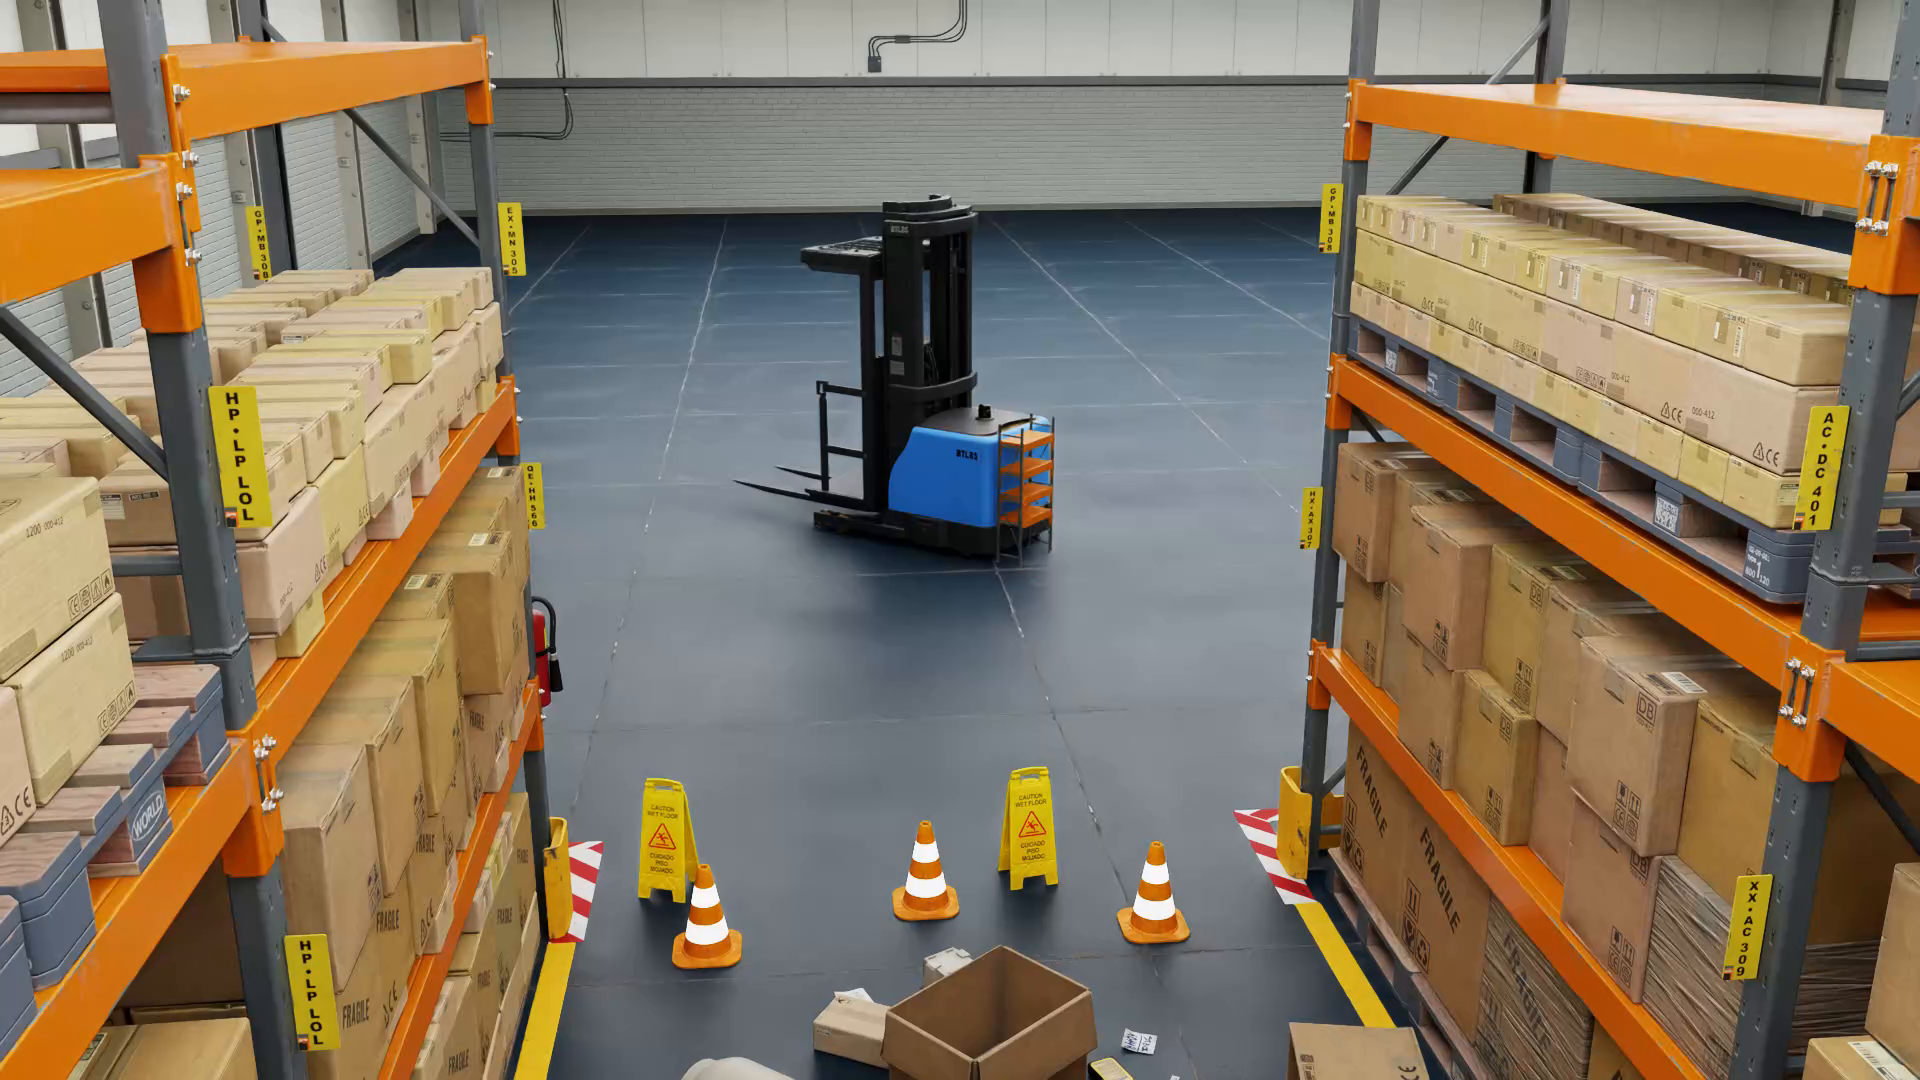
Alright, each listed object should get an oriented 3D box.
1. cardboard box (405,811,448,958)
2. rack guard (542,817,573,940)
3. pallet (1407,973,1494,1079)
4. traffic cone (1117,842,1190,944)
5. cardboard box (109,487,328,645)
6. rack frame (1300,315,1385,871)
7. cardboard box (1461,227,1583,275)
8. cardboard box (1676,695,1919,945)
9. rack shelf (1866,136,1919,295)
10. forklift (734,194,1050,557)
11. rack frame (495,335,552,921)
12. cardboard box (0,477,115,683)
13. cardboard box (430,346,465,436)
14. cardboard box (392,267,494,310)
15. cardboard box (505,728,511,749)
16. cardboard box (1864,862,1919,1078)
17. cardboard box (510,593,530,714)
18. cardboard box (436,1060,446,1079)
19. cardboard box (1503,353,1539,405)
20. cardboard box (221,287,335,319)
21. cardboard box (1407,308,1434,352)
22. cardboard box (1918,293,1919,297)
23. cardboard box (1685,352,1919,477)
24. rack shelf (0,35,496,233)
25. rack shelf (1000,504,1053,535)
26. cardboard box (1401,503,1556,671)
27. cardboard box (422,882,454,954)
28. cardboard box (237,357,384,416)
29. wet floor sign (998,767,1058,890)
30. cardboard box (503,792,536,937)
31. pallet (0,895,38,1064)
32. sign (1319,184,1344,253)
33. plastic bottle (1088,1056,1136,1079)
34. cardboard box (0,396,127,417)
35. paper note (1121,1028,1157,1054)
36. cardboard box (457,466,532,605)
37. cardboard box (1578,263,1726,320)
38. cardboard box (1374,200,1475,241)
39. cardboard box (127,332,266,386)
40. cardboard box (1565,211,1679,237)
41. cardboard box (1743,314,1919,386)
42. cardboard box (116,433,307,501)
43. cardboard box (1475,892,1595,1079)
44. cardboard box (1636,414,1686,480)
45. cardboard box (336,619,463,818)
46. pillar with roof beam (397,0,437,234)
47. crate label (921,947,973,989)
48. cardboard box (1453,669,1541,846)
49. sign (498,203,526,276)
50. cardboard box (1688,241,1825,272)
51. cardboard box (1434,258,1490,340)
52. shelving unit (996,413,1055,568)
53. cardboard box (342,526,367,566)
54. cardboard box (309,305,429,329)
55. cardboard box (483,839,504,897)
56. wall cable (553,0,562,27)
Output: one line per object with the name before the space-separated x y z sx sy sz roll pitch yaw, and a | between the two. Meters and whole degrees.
cardboard box | -2.046 1.071 5.594 0.500 0.500 0.500 -2 18 -6
rack guard | -2.569 1.723 8.355 1.175 0.500 0.348 -2 18 -6
pallet | 2.620 2.253 7.147 1.003 0.211 1.213 -2 18 -6
traffic cone | 0.979 1.737 8.372 0.336 0.463 0.334 -2 18 -6
cardboard box | -1.937 0.058 4.230 0.500 0.250 0.500 -2 18 -7
rack frame | 2.337 0.324 8.636 1.000 3.000 0.127 -2 18 -6
cardboard box | 2.185 -1.127 6.472 0.380 0.149 0.250 -2 18 -6
cardboard box | 2.746 0.818 5.009 0.875 0.550 0.550 -2 18 -6
rack shelf | 2.956 -0.216 2.211 1.077 0.370 4.000 -2 18 -6
forklift | -0.709 -1.576 14.805 3.031 2.935 1.130 12 21 33
rack frame | -2.576 0.507 8.053 1.000 3.000 0.127 -2 18 -6
cardboard box | -1.977 0.070 3.155 0.500 0.250 0.500 -1 17 -4
cardboard box | -2.147 -0.546 6.153 0.500 0.250 0.500 -1 17 -4
cardboard box | -2.248 -1.093 7.230 0.380 0.149 0.250 -2 18 -5
cardboard box | -2.183 0.881 7.282 0.380 0.149 0.250 -2 18 -7
cardboard box | 2.806 1.139 4.205 0.700 0.500 0.500 -2 18 -7
cardboard box | -2.246 0.471 7.505 0.500 0.500 0.500 -2 18 -7
cardboard box | -2.023 2.110 5.587 0.500 0.500 0.500 -1 17 -3
cardboard box | 2.236 -0.596 6.113 0.380 0.149 0.250 -2 18 -6
cardboard box | -2.736 -0.921 6.683 0.380 0.149 0.250 -2 18 -6
cardboard box | 2.132 -0.897 7.069 0.380 0.149 0.250 -2 18 -5
cardboard box | 2.997 -0.694 5.092 0.380 0.149 0.250 -2 18 -6
cardboard box | 2.443 -0.372 4.732 0.500 0.250 0.500 -2 18 -6
rack shelf | -2.370 -1.414 5.364 1.077 0.370 4.000 -2 18 -6
rack shelf | 0.551 -0.167 14.091 0.258 0.148 0.480 12 21 33
cardboard box | 2.408 0.181 7.038 0.875 0.550 0.550 -2 18 -6
cardboard box | -2.000 1.334 5.840 0.380 0.149 0.250 -2 18 -5
cardboard box | -2.060 -0.483 5.287 0.380 0.149 0.250 -2 18 -6
wet floor sign | 0.364 1.500 8.821 0.267 0.644 0.232 -5 18 -15
cardboard box | -2.234 1.492 7.555 0.500 0.500 0.500 -2 18 -5
pallet | -2.096 0.854 2.255 1.213 0.211 1.003 -2 18 -6
sign | 1.784 -1.546 7.995 0.100 0.325 0.005 -2 18 -6
plastic bottle | 0.674 2.330 7.152 0.133 0.061 0.283 -8 19 -25
cardboard box | -2.612 -0.309 4.733 0.380 0.149 0.250 -1 17 -4
paper note | 0.806 2.249 7.465 0.144 0.017 0.142 4 18 13
cardboard box | -2.307 -0.014 7.380 0.700 0.500 0.500 -2 18 -7
cardboard box | 2.289 -0.825 5.508 0.380 0.149 0.250 -2 18 -5
cardboard box | 2.080 -1.431 7.441 0.380 0.149 0.250 -2 18 -5
cardboard box | -2.617 -0.618 5.717 0.380 0.149 0.250 -1 17 -4
cardboard box | 2.788 -1.298 7.015 0.380 0.149 0.250 -1 17 -5
cardboard box | 2.395 -0.523 4.547 0.380 0.149 0.250 -2 18 -6
cardboard box | -1.927 -0.173 4.301 0.380 0.149 0.250 -1 17 -4
cardboard box | 2.657 1.872 6.554 0.875 0.875 0.875 -2 18 -5
cardboard box | 2.339 -0.294 5.149 0.380 0.149 0.250 -2 17 -5
cardboard box | -2.049 0.591 5.453 0.700 0.500 0.500 -2 18 -7
pillar with roof beam | -7.150 -11.036 34.806 9.100 9.000 0.400 -2 18 -6
crate label | -0.037 2.058 7.892 0.250 0.136 0.298 -12 21 -34
cardboard box | 2.527 0.853 6.703 0.875 0.550 0.500 -2 18 -6
sign | -2.022 -1.357 7.507 0.100 0.325 0.005 -2 18 -6
cardboard box | 2.893 -0.996 6.054 0.380 0.149 0.250 -2 18 -6
cardboard box | 2.238 -0.972 6.643 0.500 0.250 0.500 -2 18 -6
shelving unit | 0.552 -0.421 14.010 0.258 1.200 0.503 12 21 33
cardboard box | -2.062 -0.018 5.140 0.380 0.149 0.250 -2 18 -7
cardboard box | -2.222 -0.789 6.262 0.380 0.149 0.250 -2 18 -6
cardboard box | -2.107 1.365 6.877 0.380 0.149 0.250 -1 17 -5
wall cable | -7.730 -12.833 37.283 3.097 2.526 0.112 -2 18 -6
